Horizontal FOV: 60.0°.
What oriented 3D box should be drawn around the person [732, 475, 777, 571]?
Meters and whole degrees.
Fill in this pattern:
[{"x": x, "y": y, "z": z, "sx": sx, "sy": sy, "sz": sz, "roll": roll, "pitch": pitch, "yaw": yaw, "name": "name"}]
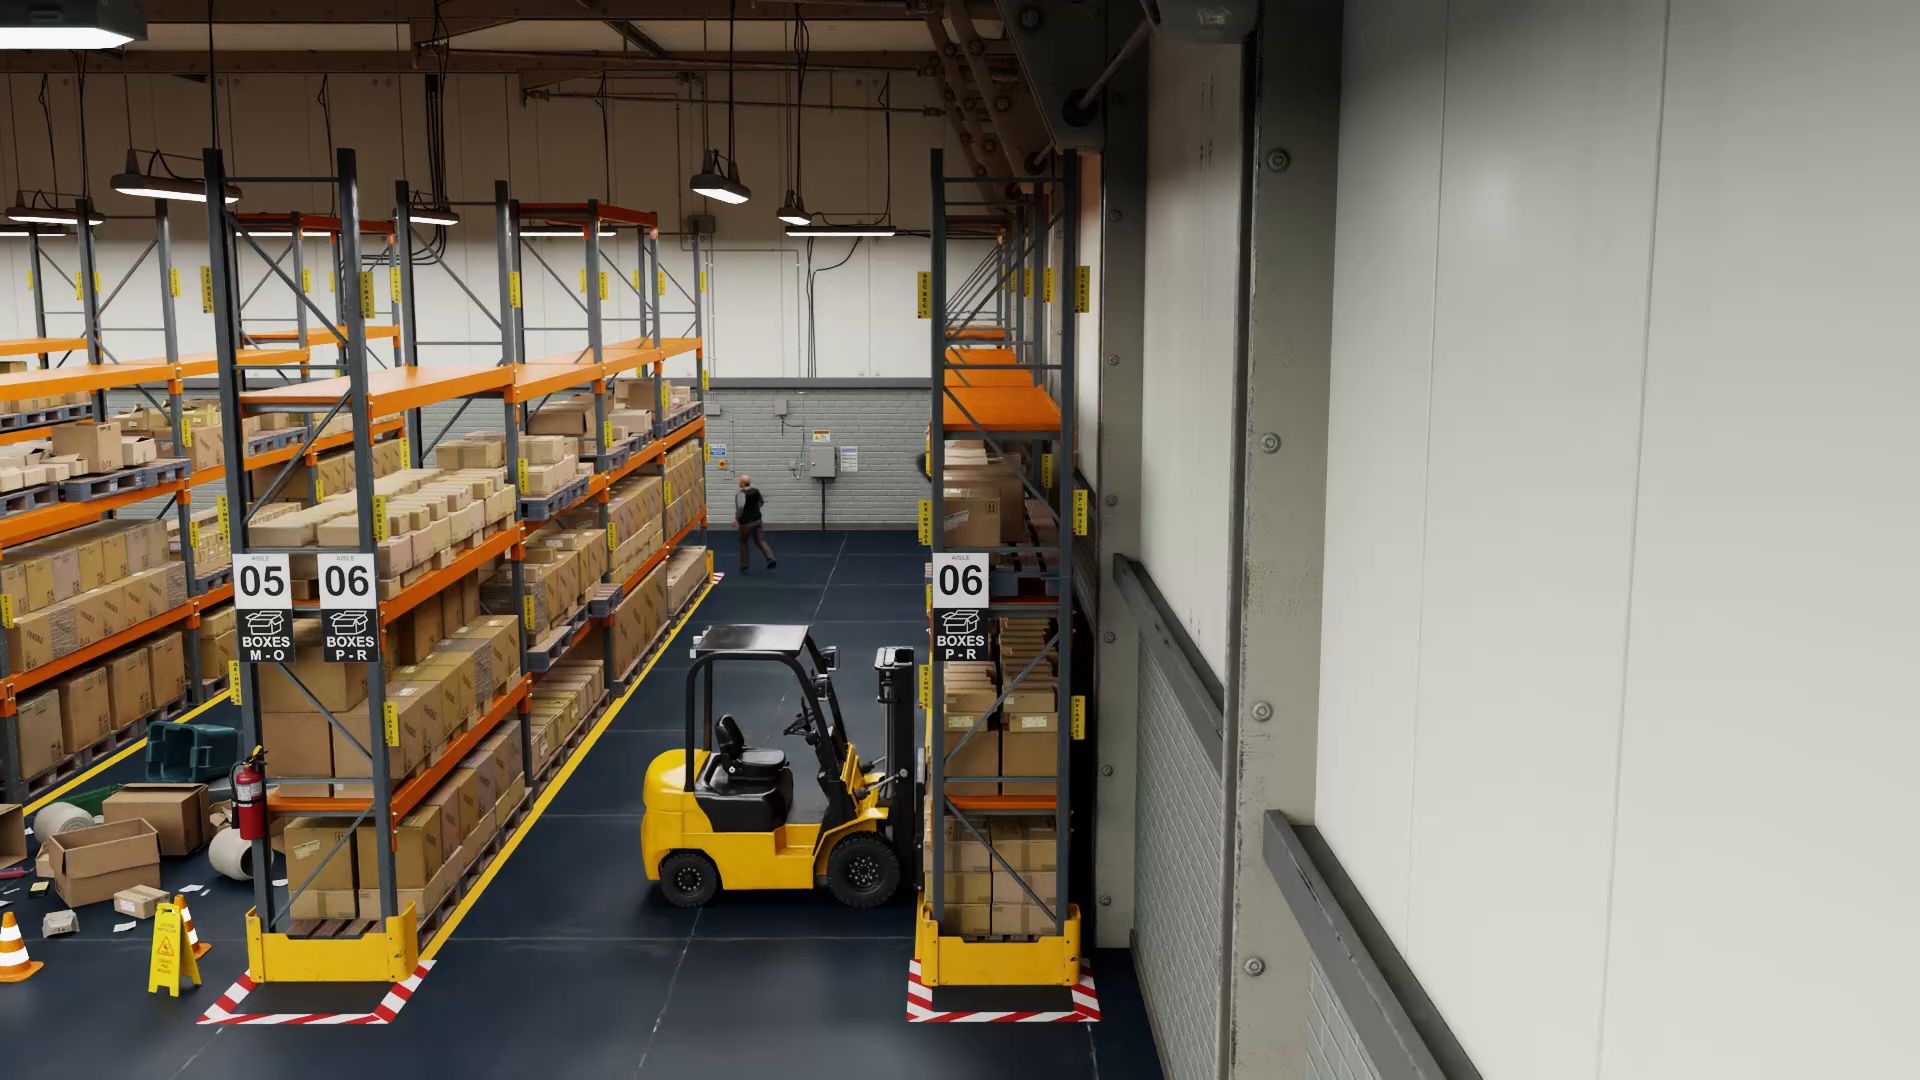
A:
[{"x": -3.666, "y": -0.269, "z": 28.697, "sx": 0.849, "sy": 1.731, "sz": 0.717, "roll": 8, "pitch": 12, "yaw": 41, "name": "person"}]
